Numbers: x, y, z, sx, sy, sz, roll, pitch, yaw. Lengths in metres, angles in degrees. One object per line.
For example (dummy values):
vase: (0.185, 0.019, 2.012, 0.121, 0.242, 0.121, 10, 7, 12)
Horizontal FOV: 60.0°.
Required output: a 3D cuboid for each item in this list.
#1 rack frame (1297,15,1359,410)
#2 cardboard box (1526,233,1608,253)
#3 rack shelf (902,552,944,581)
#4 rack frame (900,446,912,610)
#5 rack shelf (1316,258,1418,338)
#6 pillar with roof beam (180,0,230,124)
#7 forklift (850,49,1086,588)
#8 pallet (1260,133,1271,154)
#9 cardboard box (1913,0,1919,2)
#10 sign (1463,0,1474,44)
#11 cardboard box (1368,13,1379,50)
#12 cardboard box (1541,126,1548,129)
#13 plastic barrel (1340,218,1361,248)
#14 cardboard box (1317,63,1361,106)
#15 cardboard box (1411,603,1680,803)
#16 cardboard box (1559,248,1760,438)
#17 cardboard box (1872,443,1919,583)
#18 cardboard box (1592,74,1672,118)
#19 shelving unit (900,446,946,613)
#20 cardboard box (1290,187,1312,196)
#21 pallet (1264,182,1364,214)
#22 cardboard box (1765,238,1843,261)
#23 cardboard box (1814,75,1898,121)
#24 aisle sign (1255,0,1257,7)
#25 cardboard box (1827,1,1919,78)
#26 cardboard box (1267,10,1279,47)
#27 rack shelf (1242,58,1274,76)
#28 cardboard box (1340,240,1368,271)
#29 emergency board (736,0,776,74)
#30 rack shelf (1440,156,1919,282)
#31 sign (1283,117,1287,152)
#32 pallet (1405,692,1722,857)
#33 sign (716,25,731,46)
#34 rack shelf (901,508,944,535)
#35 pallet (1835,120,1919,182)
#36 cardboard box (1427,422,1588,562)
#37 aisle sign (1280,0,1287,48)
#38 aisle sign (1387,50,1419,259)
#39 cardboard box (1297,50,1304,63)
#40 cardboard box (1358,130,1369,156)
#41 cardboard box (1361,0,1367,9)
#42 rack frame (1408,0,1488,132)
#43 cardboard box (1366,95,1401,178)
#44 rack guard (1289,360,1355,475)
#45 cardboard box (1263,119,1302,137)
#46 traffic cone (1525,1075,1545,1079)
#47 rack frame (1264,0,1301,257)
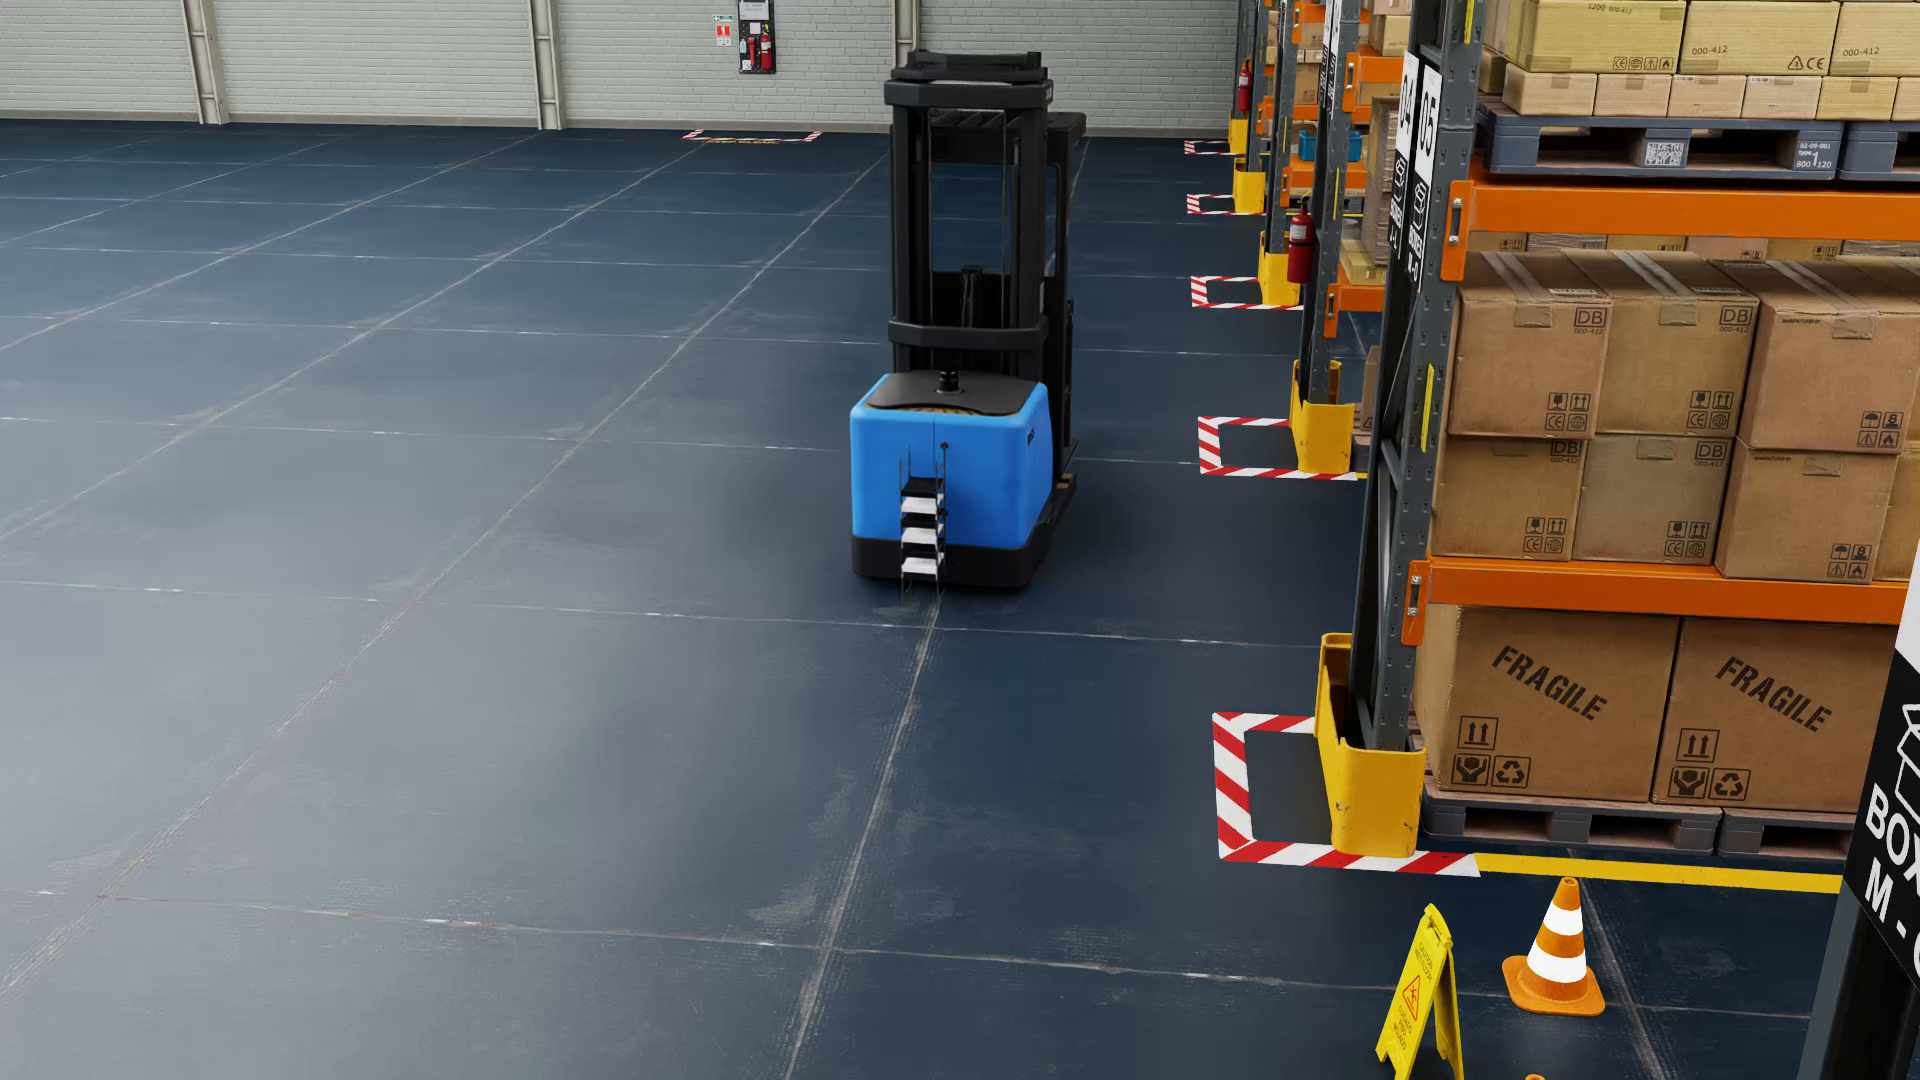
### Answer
rack frame: (2.538, -2.072, 11.602, 0.127, 3.000, 1.000, 2, 22, 6)
cardboard box: (4.083, -2.208, 11.404, 0.500, 0.500, 0.875, 2, 22, 6)
rack shelf: (-0.206, 0.141, 9.439, 0.200, 0.077, 0.258, 4, 22, 10)
rack frame: (-0.306, -0.064, 9.379, 0.006, 0.900, 0.240, 4, 22, 10)
rack shelf: (4.524, -1.651, 11.515, 4.000, 0.370, 1.077, 2, 22, 6)
pillar with roof beam: (-13.298, -9.780, 22.938, 0.400, 9.000, 9.100, 2, 22, 6)
forklift: (0.171, -1.596, 10.490, 1.130, 2.935, 3.031, 5, 22, 11)
pallet: (5.165, -6.150, 25.708, 1.213, 0.211, 1.003, 2, 22, 6)
cardboard box: (3.410, -1.970, 5.814, 0.250, 0.149, 0.380, 2, 22, 6)
sign: (1.783, -1.902, 5.794, 0.005, 0.325, 0.100, 2, 22, 6)
cardboard box: (3.047, -3.469, 11.260, 0.500, 0.250, 0.500, 3, 22, 8)
cardboard box: (3.548, -2.575, 10.972, 0.500, 0.500, 0.500, 2, 22, 6)
plastic barrel: (3.783, -2.918, 16.554, 0.421, 0.512, 0.421, 0, 22, 0)
cardboard box: (4.692, -5.690, 20.615, 0.500, 0.500, 0.700, 3, 22, 8)
cardboard box: (2.535, 0.532, 7.332, 0.875, 0.875, 0.875, 3, 22, 7)
cardboard box: (2.775, -0.817, 6.755, 0.550, 0.550, 0.875, 2, 22, 6)
cardboard box: (3.849, -0.242, 6.769, 0.500, 0.550, 0.875, 2, 22, 6)
cardboard box: (2.410, -1.643, 6.070, 0.250, 0.149, 0.380, 3, 22, 7)
shelving unit: (-0.206, -0.057, 9.361, 0.210, 0.900, 0.258, 4, 22, 10)
cardboard box: (4.214, -4.501, 20.914, 0.500, 0.250, 0.500, 2, 22, 6)
pallet: (4.472, -4.374, 21.217, 1.213, 0.211, 1.003, 2, 22, 6)
cardboard box: (5.578, -2.161, 11.284, 0.500, 0.500, 0.875, 2, 22, 6)
cardboard box: (3.159, -1.610, 5.987, 0.250, 0.149, 0.380, 3, 22, 6)
aisle sign: (3.677, -7.008, 20.550, 0.004, 0.787, 0.394, 2, 22, 6)
cardboard box: (3.308, -1.813, 5.959, 0.500, 0.250, 0.500, 2, 22, 6)
cardboard box: (4.725, -7.656, 24.881, 0.500, 0.500, 0.500, 3, 22, 6)
rack shelf: (6.273, -7.077, 25.238, 4.000, 0.370, 1.077, 2, 22, 6)
cardboard box: (2.845, -2.018, 11.807, 0.250, 0.149, 0.380, 2, 22, 6)
emergency board: (-3.324, -8.164, 27.009, 0.643, 1.169, 0.194, 2, 22, 6)
rack shelf: (3.840, -1.240, 6.394, 4.000, 0.370, 1.077, 2, 22, 6)
sign: (3.052, -3.809, 15.617, 0.005, 0.325, 0.100, 2, 22, 6)
pallet: (2.657, 1.037, 7.530, 1.213, 0.211, 1.003, 2, 22, 6)
sign: (-3.861, -8.242, 27.159, 0.234, 0.329, 0.001, 2, 22, 6)
rack shelf: (-0.206, -0.110, 9.340, 0.200, 0.077, 0.258, 4, 22, 10)
pallet: (3.807, -1.539, 6.294, 1.213, 0.211, 1.003, 2, 22, 6)
cardboard box: (2.228, -0.336, 7.006, 0.550, 0.550, 0.875, 2, 22, 6)
aisle sign: (3.015, -4.986, 15.435, 0.004, 0.787, 0.394, 2, 22, 6)
aisle sign: (1.819, -1.587, 6.839, 0.004, 0.787, 0.394, 2, 22, 6)
cardboard box: (4.072, -5.941, 20.370, 0.250, 0.149, 0.380, 2, 22, 6)
cardboard box: (5.209, -4.812, 20.680, 0.500, 0.500, 0.500, 2, 22, 6)
cardboard box: (2.850, -3.685, 11.262, 0.250, 0.149, 0.380, 2, 22, 6)
rack frame: (1.854, -3.056, 5.929, 0.127, 3.000, 1.000, 2, 22, 6)
cardboard box: (3.113, -2.789, 11.513, 0.500, 0.500, 0.500, 2, 22, 6)
rack guard: (2.613, -0.907, 12.053, 0.348, 0.500, 1.175, 2, 22, 6)
cardboard box: (4.963, -6.389, 25.579, 0.500, 0.311, 0.500, 0, 22, 0)
traffic cone: (1.743, 1.853, 5.123, 0.334, 0.463, 0.336, 2, 22, 6)
rack frame: (3.121, -3.881, 16.176, 0.127, 3.000, 1.000, 2, 22, 6)
